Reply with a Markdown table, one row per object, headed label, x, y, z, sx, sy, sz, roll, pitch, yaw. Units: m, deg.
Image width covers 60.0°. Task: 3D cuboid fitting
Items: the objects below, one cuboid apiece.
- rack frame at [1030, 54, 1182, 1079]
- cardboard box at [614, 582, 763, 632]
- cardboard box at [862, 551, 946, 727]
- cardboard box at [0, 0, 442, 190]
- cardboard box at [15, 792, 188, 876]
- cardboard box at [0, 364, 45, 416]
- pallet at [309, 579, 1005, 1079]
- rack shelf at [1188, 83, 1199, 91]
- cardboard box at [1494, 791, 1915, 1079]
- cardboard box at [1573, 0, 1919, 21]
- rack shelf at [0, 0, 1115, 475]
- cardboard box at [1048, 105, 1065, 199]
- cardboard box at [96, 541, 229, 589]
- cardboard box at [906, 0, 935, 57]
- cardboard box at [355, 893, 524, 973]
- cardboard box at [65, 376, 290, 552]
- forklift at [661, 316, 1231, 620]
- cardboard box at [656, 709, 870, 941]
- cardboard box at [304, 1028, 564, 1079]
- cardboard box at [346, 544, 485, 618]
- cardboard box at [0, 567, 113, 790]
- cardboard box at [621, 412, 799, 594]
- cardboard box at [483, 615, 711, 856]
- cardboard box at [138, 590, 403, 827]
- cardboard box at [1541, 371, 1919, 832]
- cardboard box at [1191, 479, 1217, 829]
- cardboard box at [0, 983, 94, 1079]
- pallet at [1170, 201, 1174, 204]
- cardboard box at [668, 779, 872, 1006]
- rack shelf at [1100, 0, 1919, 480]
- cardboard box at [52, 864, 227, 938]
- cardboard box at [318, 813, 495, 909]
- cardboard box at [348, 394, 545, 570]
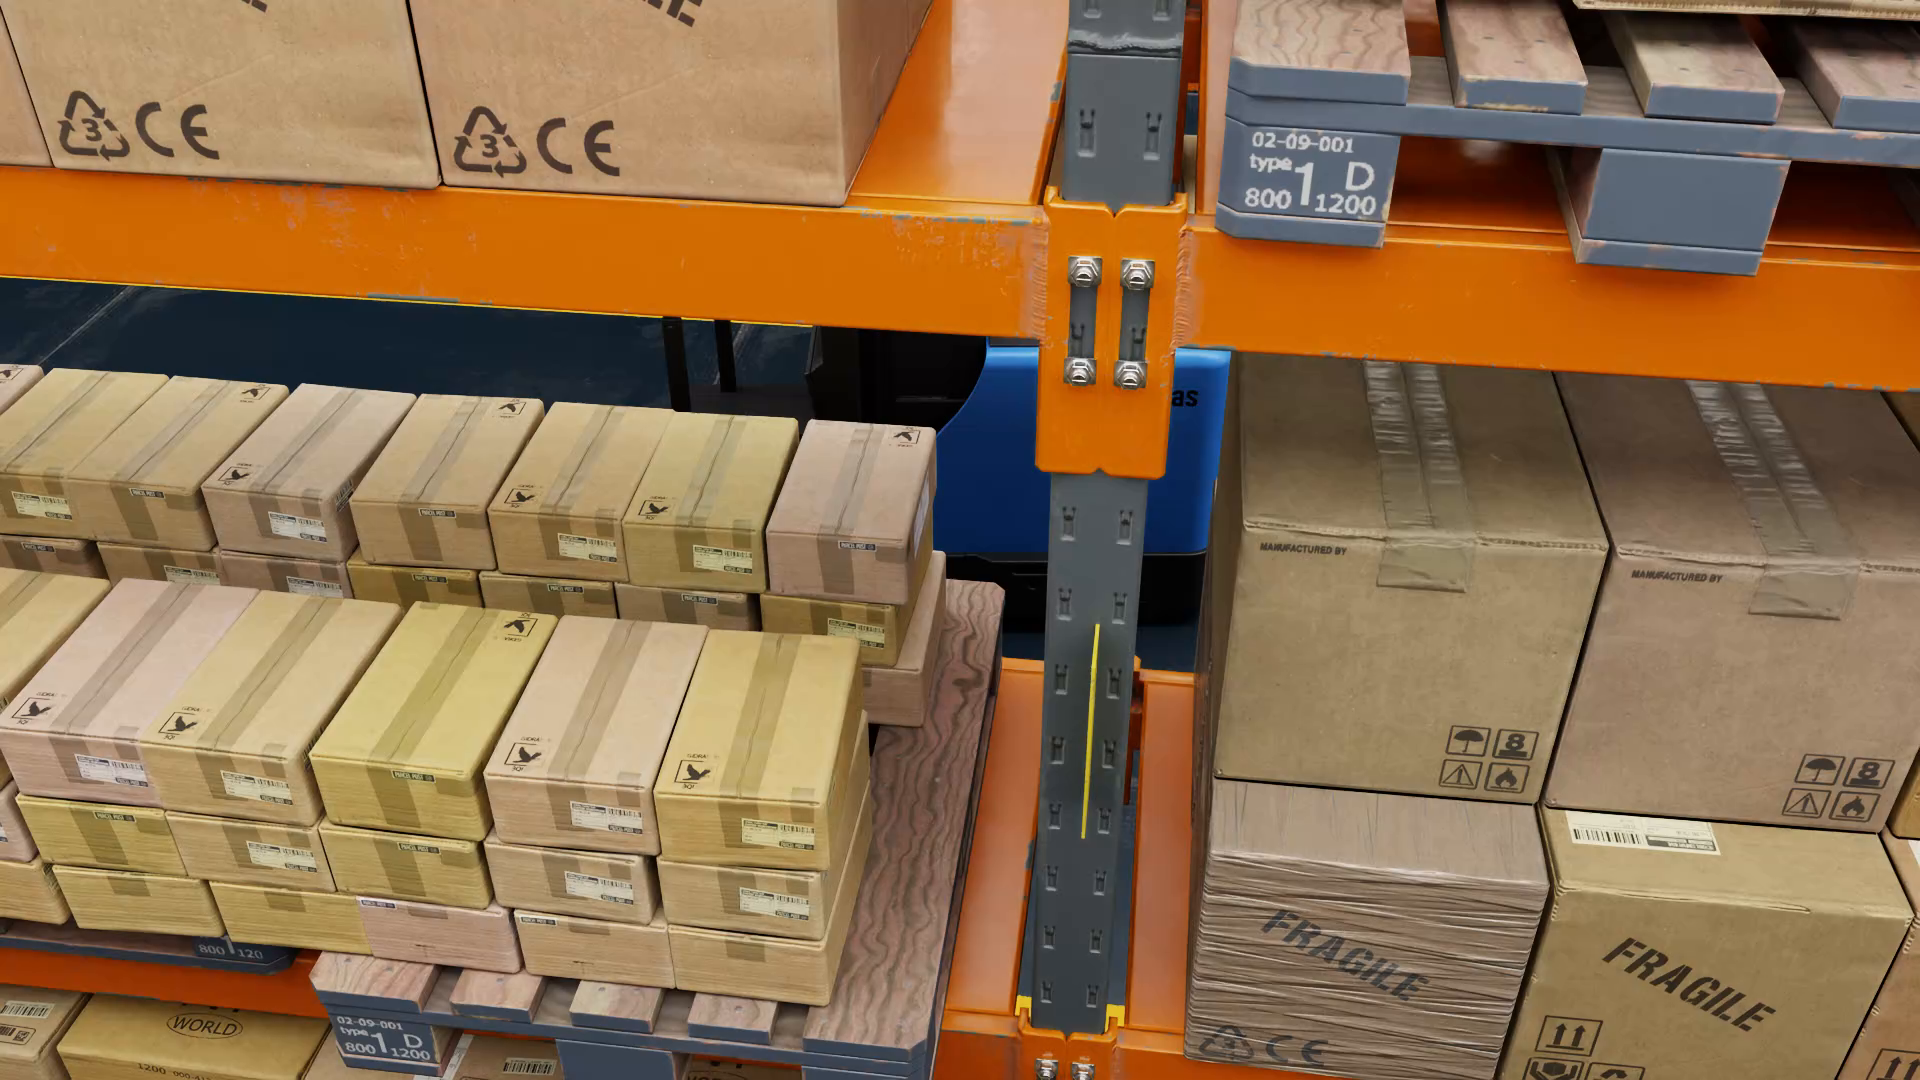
| label | x | y | z | sx | sy | sz | roll | pitch | yaw |
| --- | --- | --- | --- | --- | --- | --- | --- | --- | --- |
| rack frame | 0.245 | 0.399 | 3.109 | 0.127 | 3.000 | 1.000 | 4 | 36 | 6 |
| cardboard box | -0.479 | 0.039 | 3.212 | 0.250 | 0.149 | 0.380 | 6 | 36 | 8 |
| cardboard box | -0.174 | 0.181 | 3.269 | 0.250 | 0.149 | 0.380 | 4 | 36 | 5 |
| cardboard box | -0.852 | -0.788 | 2.104 | 0.500 | 0.500 | 0.500 | 4 | 36 | 6 |
| cardboard box | -1.324 | 0.360 | 2.762 | 0.250 | 0.149 | 0.380 | 4 | 36 | 6 |
| cardboard box | -2.007 | -0.194 | 3.282 | 0.250 | 0.149 | 0.380 | 3 | 36 | 4 |
| pallet | -0.476 | 0.486 | 3.152 | 1.003 | 0.211 | 1.213 | 4 | 36 | 6 |
| rack shelf | 2.758 | -2.020 | 7.117 | 4.000 | 0.370 | 1.077 | 4 | 36 | 6 |
| cardboard box | 1.160 | 0.583 | 2.765 | 0.500 | 0.500 | 0.500 | 4 | 36 | 6 |
| cardboard box | 0.934 | -0.817 | 1.859 | 0.500 | 0.311 | 0.500 | 4 | 36 | 6 |
| rack shelf | -1.739 | -0.677 | 2.654 | 4.000 | 0.370 | 1.077 | 4 | 36 | 6 |
| cardboard box | 0.100 | -1.866 | 7.749 | 0.875 | 0.875 | 0.875 | 4 | 36 | 6 |
| cardboard box | -1.487 | -0.036 | 3.318 | 0.250 | 0.149 | 0.380 | 4 | 36 | 6 |
| cardboard box | -0.288 | -1.058 | 2.482 | 0.500 | 0.500 | 0.500 | 4 | 36 | 6 |
| cardboard box | -0.805 | 0.521 | 2.793 | 0.250 | 0.149 | 0.380 | 5 | 36 | 7 |
| cardboard box | -1.493 | -0.154 | 3.226 | 0.250 | 0.149 | 0.380 | 5 | 36 | 7 |
| forklift | -0.630 | -1.193 | 5.398 | 3.031 | 2.935 | 1.130 | 0 | 36 | 0 |
| cardboard box | -0.303 | 0.435 | 2.657 | 0.250 | 0.149 | 0.380 | 5 | 36 | 7 |
| cardboard box | -0.970 | 1.010 | 3.398 | 0.500 | 0.250 | 0.500 | 5 | 36 | 7 |
| cardboard box | -0.994 | 0.003 | 3.263 | 0.250 | 0.149 | 0.380 | 4 | 36 | 6 |
| cardboard box | -1.582 | 0.219 | 2.703 | 0.250 | 0.149 | 0.380 | 6 | 36 | 8 |
| cardboard box | -0.456 | -0.076 | 3.117 | 0.250 | 0.149 | 0.380 | 3 | 36 | 5 |
| cardboard box | -0.549 | 0.296 | 2.595 | 0.250 | 0.149 | 0.380 | 4 | 36 | 5 |
| cardboard box | -1.074 | 0.259 | 2.647 | 0.250 | 0.149 | 0.380 | 5 | 36 | 7 |
| cardboard box | 1.190 | 0.027 | 2.683 | 0.500 | 0.500 | 0.700 | 4 | 36 | 5 |
| cardboard box | 0.725 | 0.237 | 3.250 | 0.500 | 0.500 | 0.500 | 4 | 36 | 6 |
| cardboard box | -1.990 | 0.930 | 3.510 | 0.500 | 0.250 | 0.500 | 6 | 36 | 8 |
| pallet | 1.550 | -1.267 | 7.843 | 1.213 | 0.211 | 1.003 | 4 | 36 | 6 |
| cardboard box | -0.303 | 0.559 | 2.740 | 0.250 | 0.149 | 0.380 | 5 | 36 | 7 |
| rack shelf | 2.228 | -0.381 | 2.239 | 4.000 | 0.370 | 1.077 | 4 | 36 | 6 |
| cardboard box | -1.318 | 0.481 | 2.849 | 0.250 | 0.149 | 0.380 | 3 | 36 | 4 |
| cardboard box | -0.830 | 0.398 | 2.708 | 0.250 | 0.149 | 0.380 | 5 | 36 | 7 |
| cardboard box | -0.961 | -0.116 | 3.174 | 0.250 | 0.149 | 0.380 | 3 | 36 | 4 |
